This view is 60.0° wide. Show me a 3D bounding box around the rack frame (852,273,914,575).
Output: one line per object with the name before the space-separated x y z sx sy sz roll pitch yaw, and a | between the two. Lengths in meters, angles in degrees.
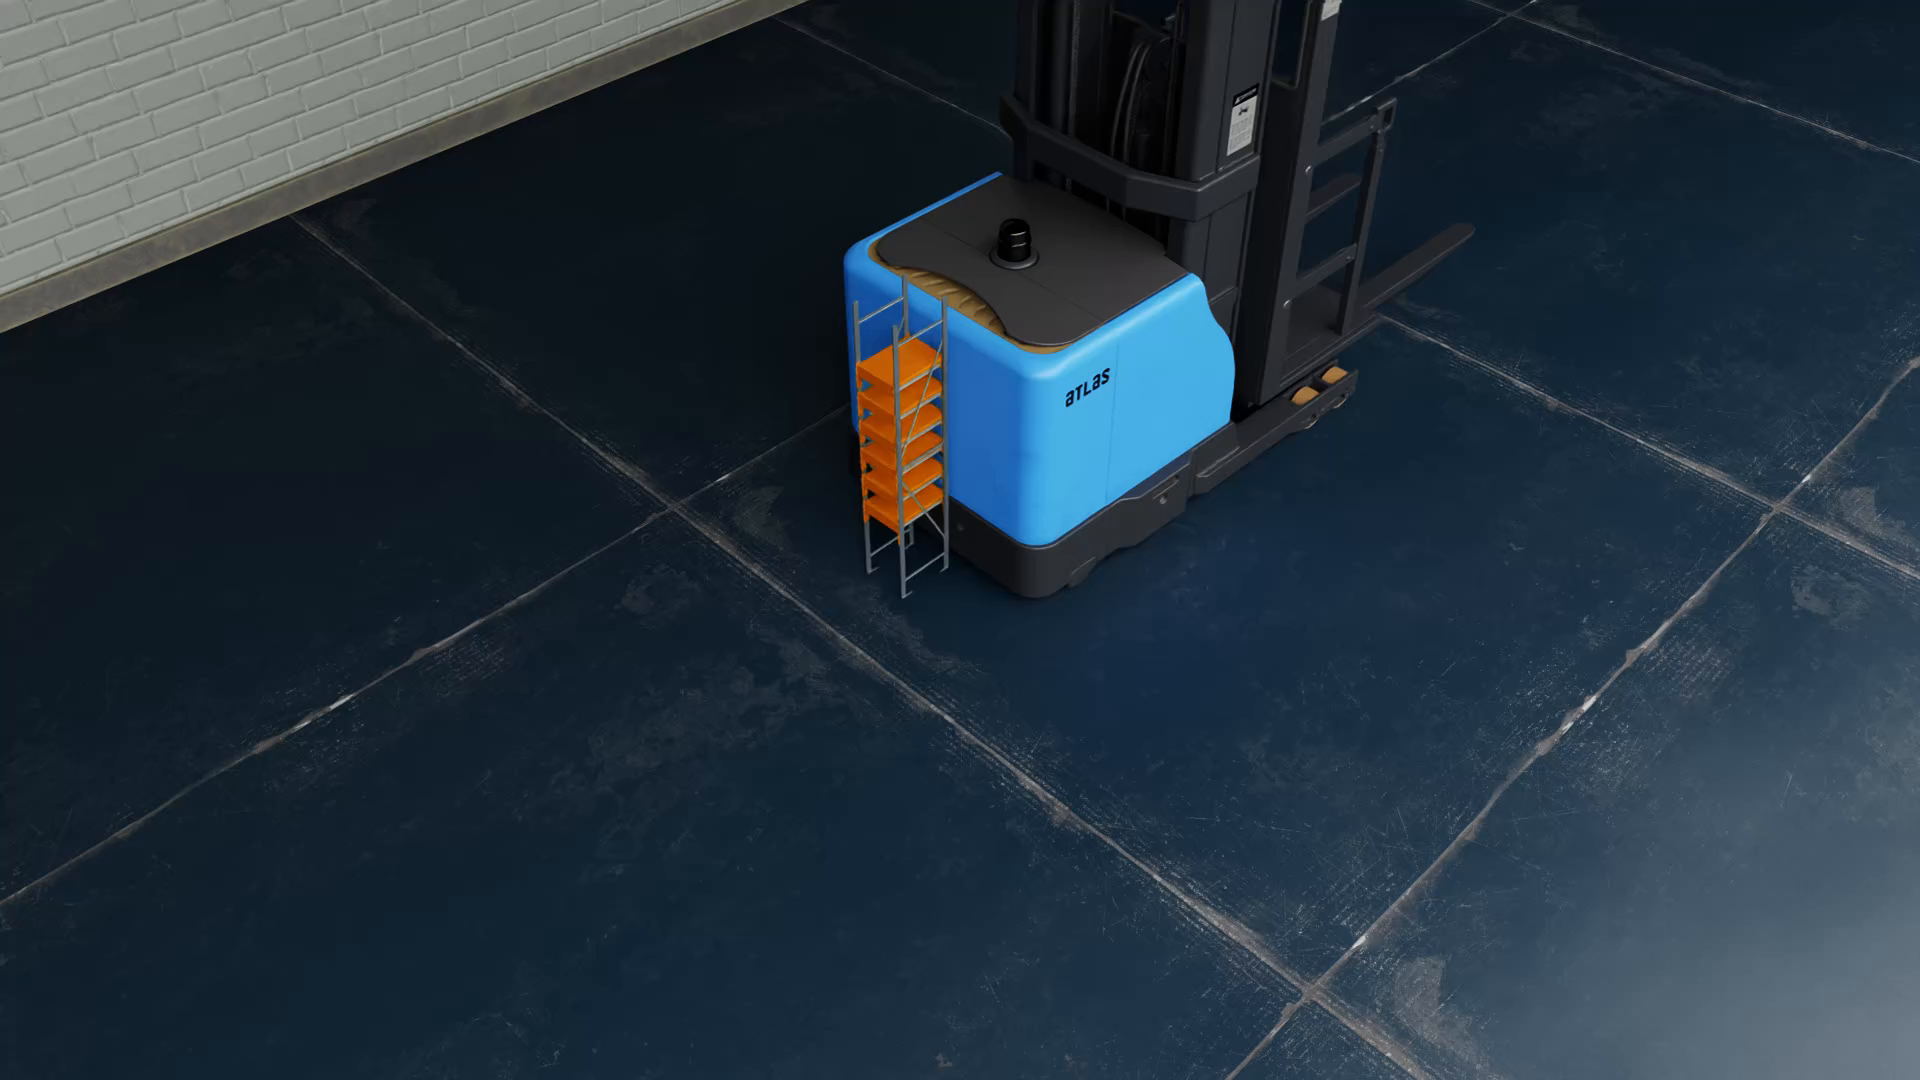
rack frame | -0.257 -0.372 5.768 0.006 1.200 0.240 34 52 31

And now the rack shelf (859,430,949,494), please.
rack shelf | -0.192 -0.295 5.751 0.180 0.103 0.258 34 52 31

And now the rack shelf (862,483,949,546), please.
rack shelf | -0.192 -0.119 5.914 0.180 0.103 0.258 34 52 31

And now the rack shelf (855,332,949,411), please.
rack shelf | -0.192 -0.560 5.507 0.180 0.103 0.258 34 52 31

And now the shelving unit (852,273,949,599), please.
shelving unit | -0.192 -0.328 5.721 0.189 1.200 0.258 34 52 31

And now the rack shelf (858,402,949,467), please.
rack shelf | -0.192 -0.383 5.670 0.180 0.103 0.258 34 52 31

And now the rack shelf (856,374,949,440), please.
rack shelf | -0.192 -0.472 5.588 0.180 0.103 0.258 34 52 31

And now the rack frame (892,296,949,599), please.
rack frame | -0.127 -0.284 5.674 0.006 1.200 0.240 34 52 31

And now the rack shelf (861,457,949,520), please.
rack shelf | -0.192 -0.207 5.832 0.180 0.103 0.258 34 52 31

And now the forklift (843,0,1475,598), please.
forklift | 0.986 -1.756 5.991 3.031 2.935 1.130 -33 52 -31
